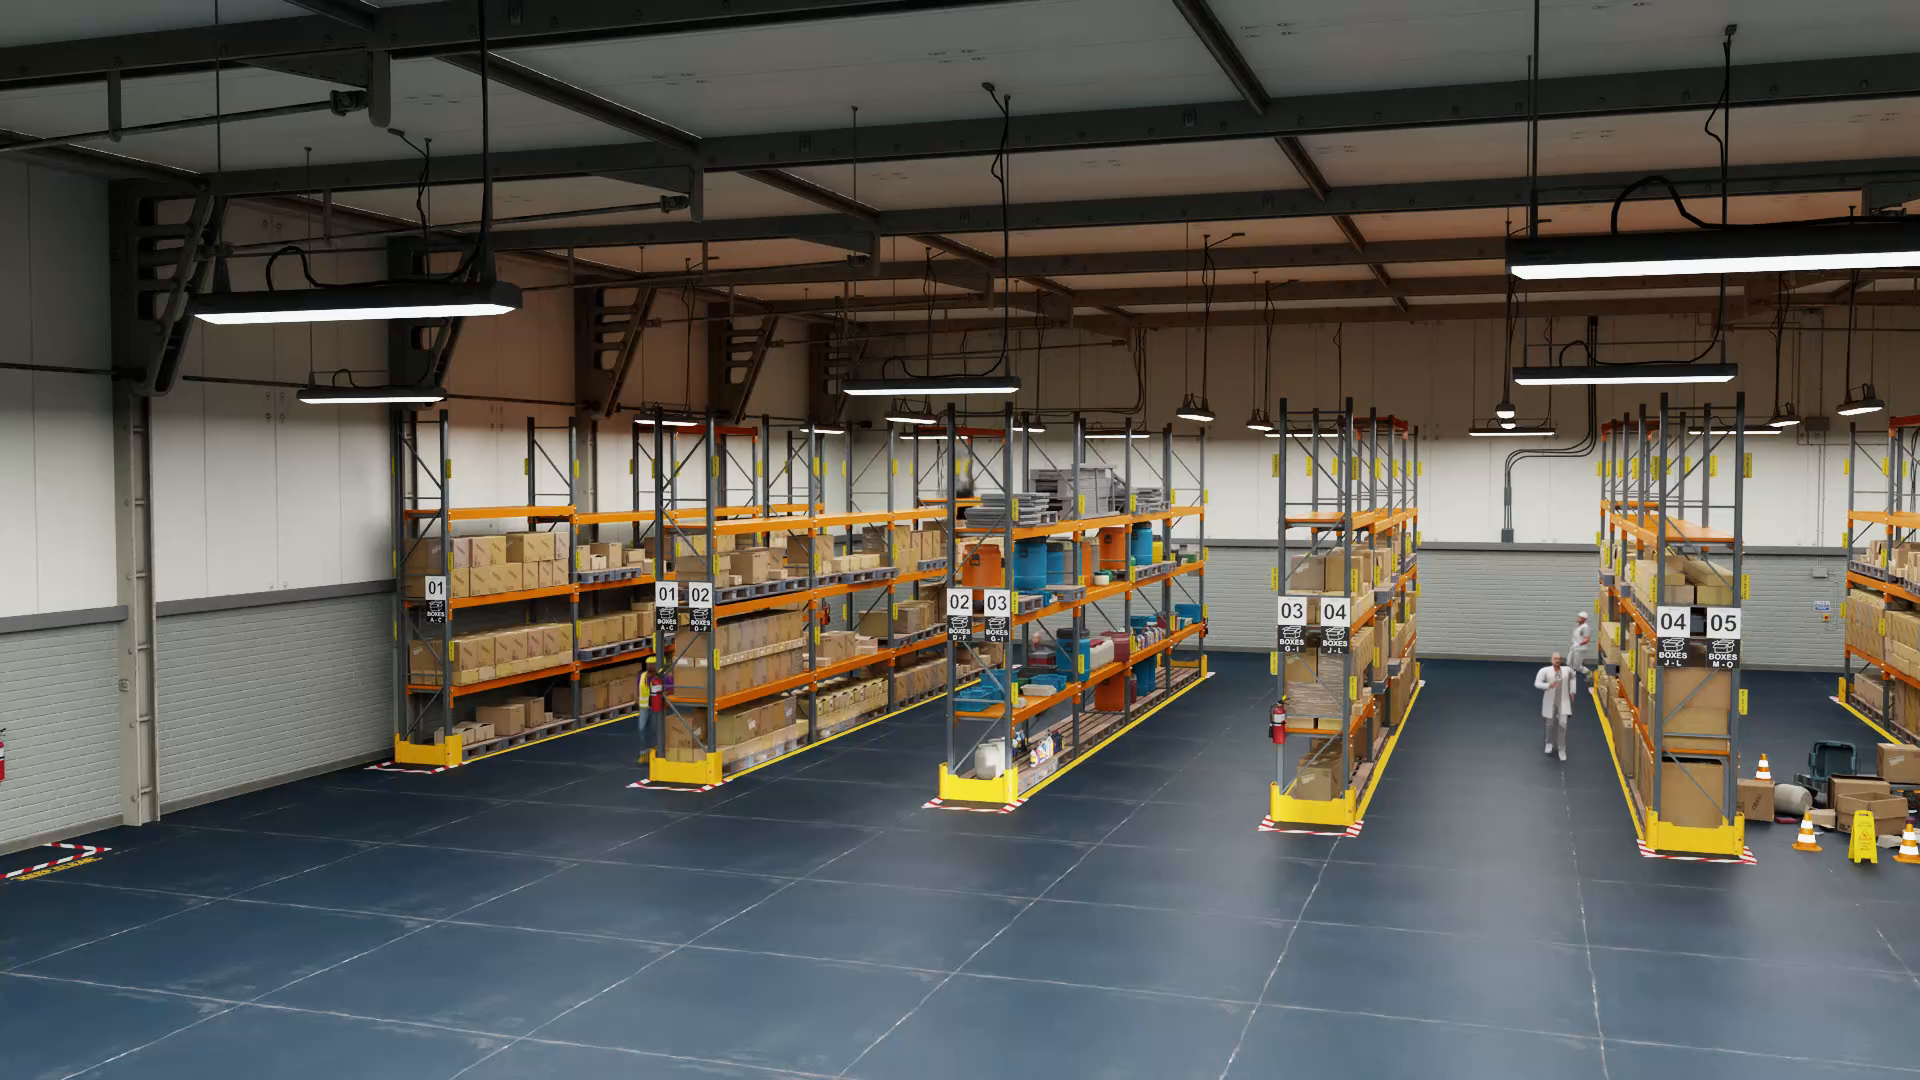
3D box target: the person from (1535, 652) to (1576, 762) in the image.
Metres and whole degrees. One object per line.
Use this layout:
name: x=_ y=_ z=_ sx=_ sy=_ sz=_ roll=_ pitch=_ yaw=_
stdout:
person: x=10.326 y=2.866 z=28.848 sx=0.705 sy=1.847 sz=0.897 roll=1 pitch=3 yaw=14

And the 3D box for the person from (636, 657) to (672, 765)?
person: x=-5.274 y=2.891 z=28.459 sx=0.698 sy=1.798 sz=0.801 roll=1 pitch=3 yaw=13

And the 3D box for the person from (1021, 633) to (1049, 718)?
person: x=1.495 y=2.717 z=33.251 sx=0.631 sy=1.708 sz=0.682 roll=1 pitch=3 yaw=12

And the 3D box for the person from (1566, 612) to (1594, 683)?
person: x=14.198 y=2.508 z=37.972 sx=0.750 sy=1.762 sz=0.703 roll=0 pitch=2 yaw=-5
